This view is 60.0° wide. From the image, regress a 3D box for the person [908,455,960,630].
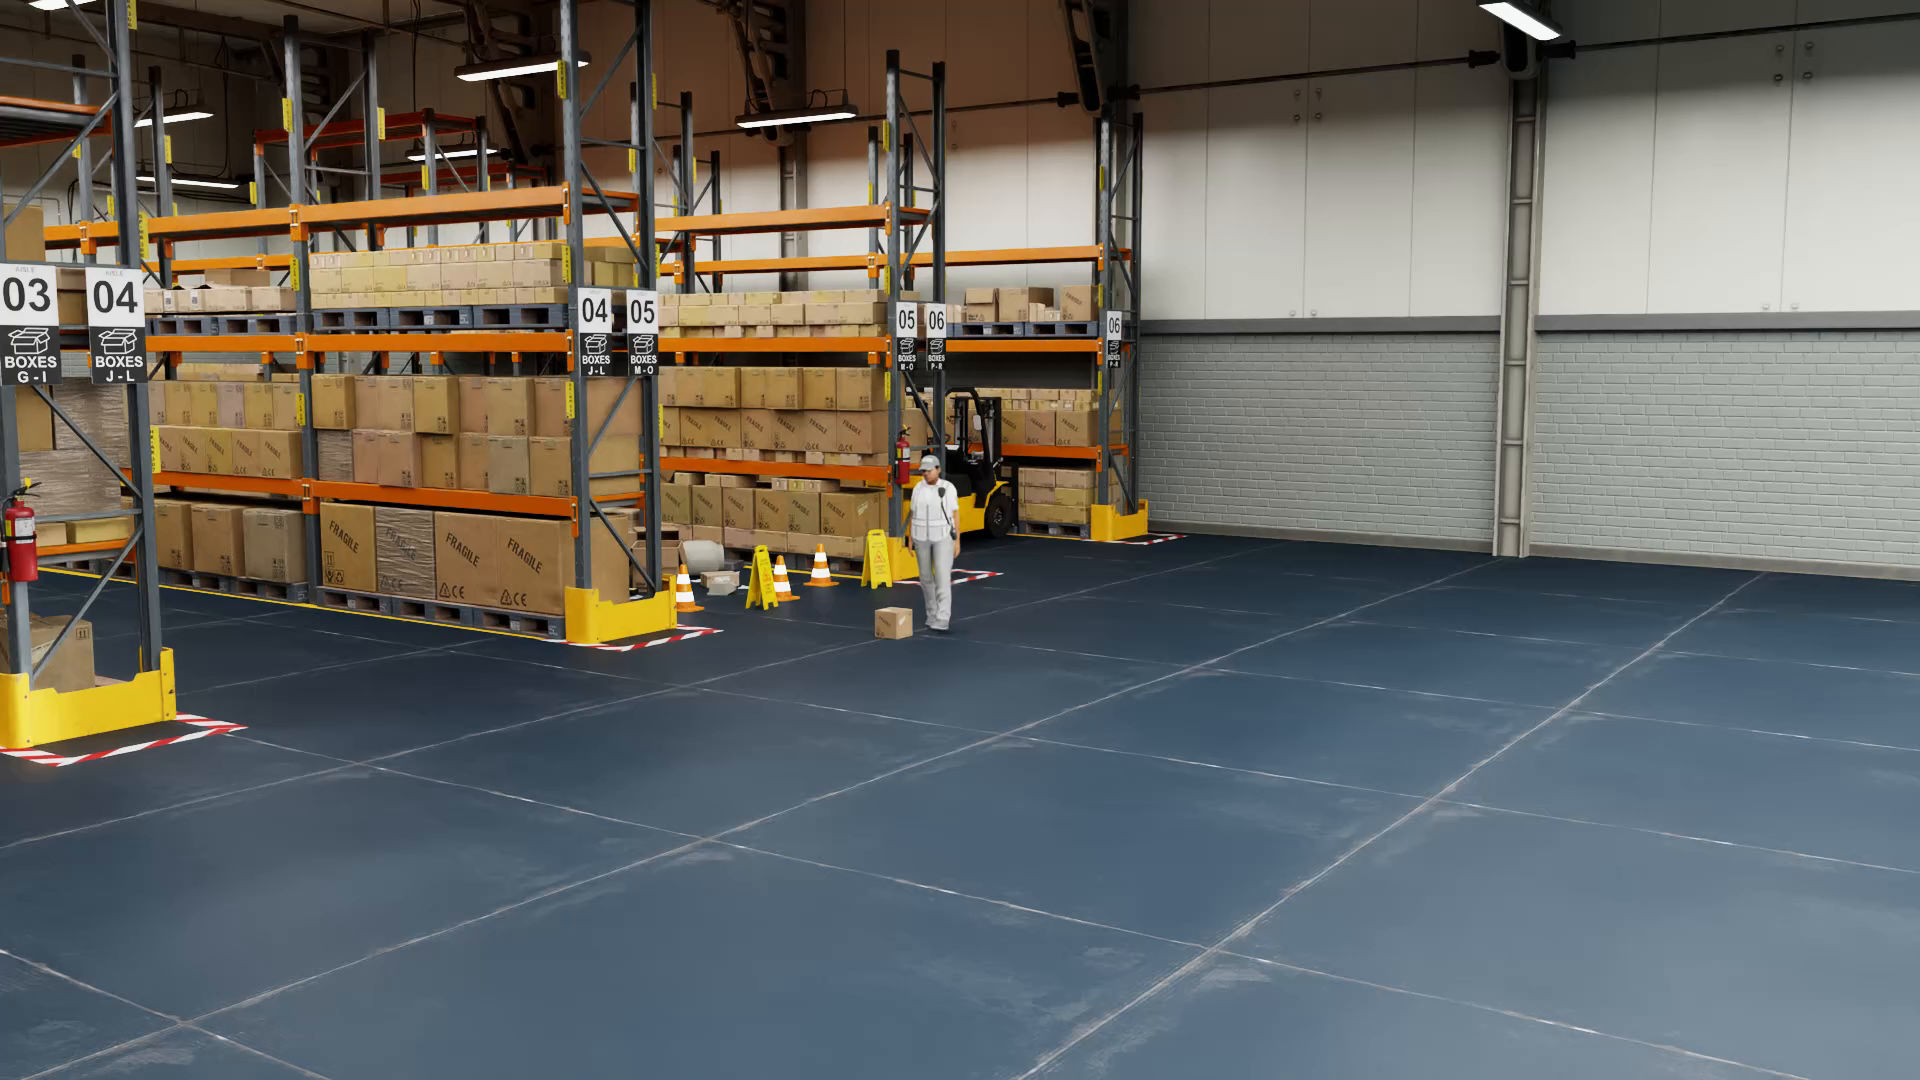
[{"bbox_3d":[-0.284,0.022,15.778,0.493,1.650,0.704,2,7,18],"label":"person"}]
